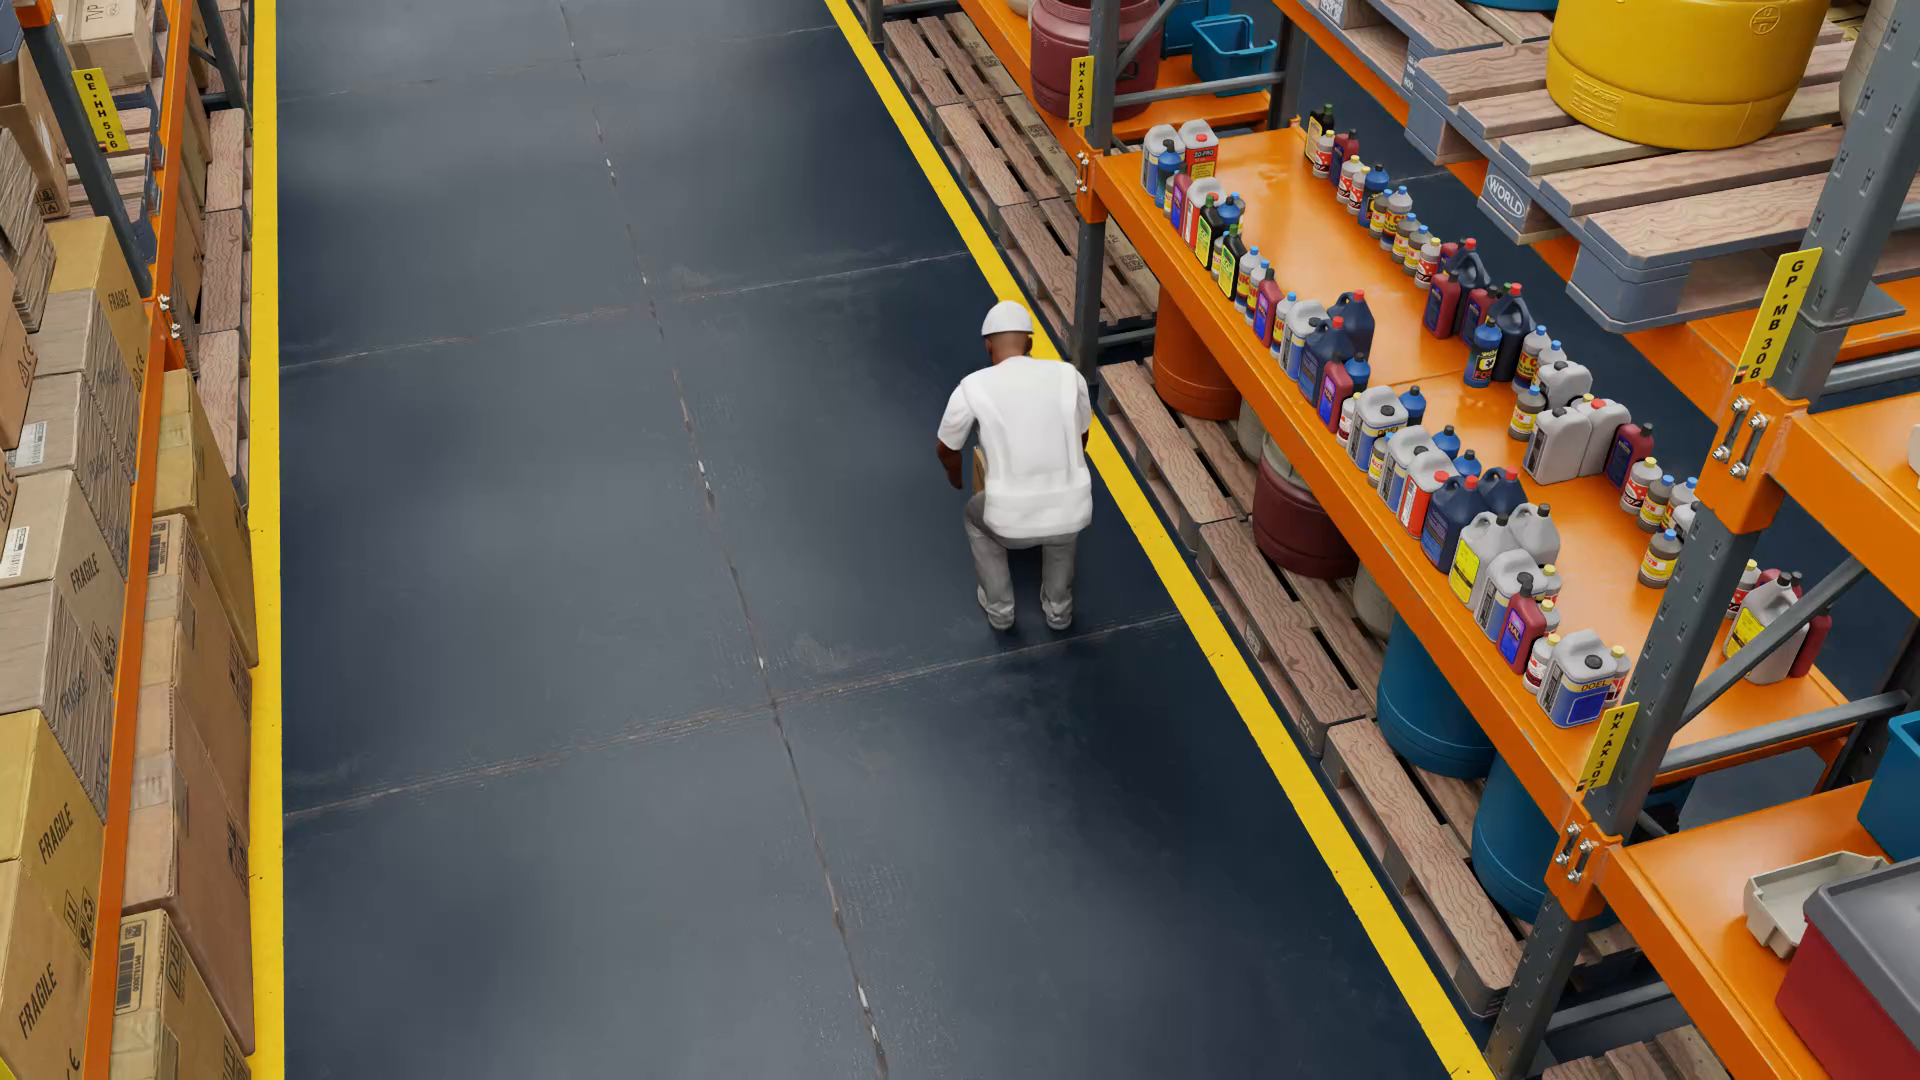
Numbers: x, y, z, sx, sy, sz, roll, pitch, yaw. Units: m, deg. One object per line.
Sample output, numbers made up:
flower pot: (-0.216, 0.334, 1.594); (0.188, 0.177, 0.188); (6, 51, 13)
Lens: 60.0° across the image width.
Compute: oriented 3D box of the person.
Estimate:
person: (0.232, -0.239, 6.723); (0.631, 1.346, 0.790); (-5, 42, -6)
